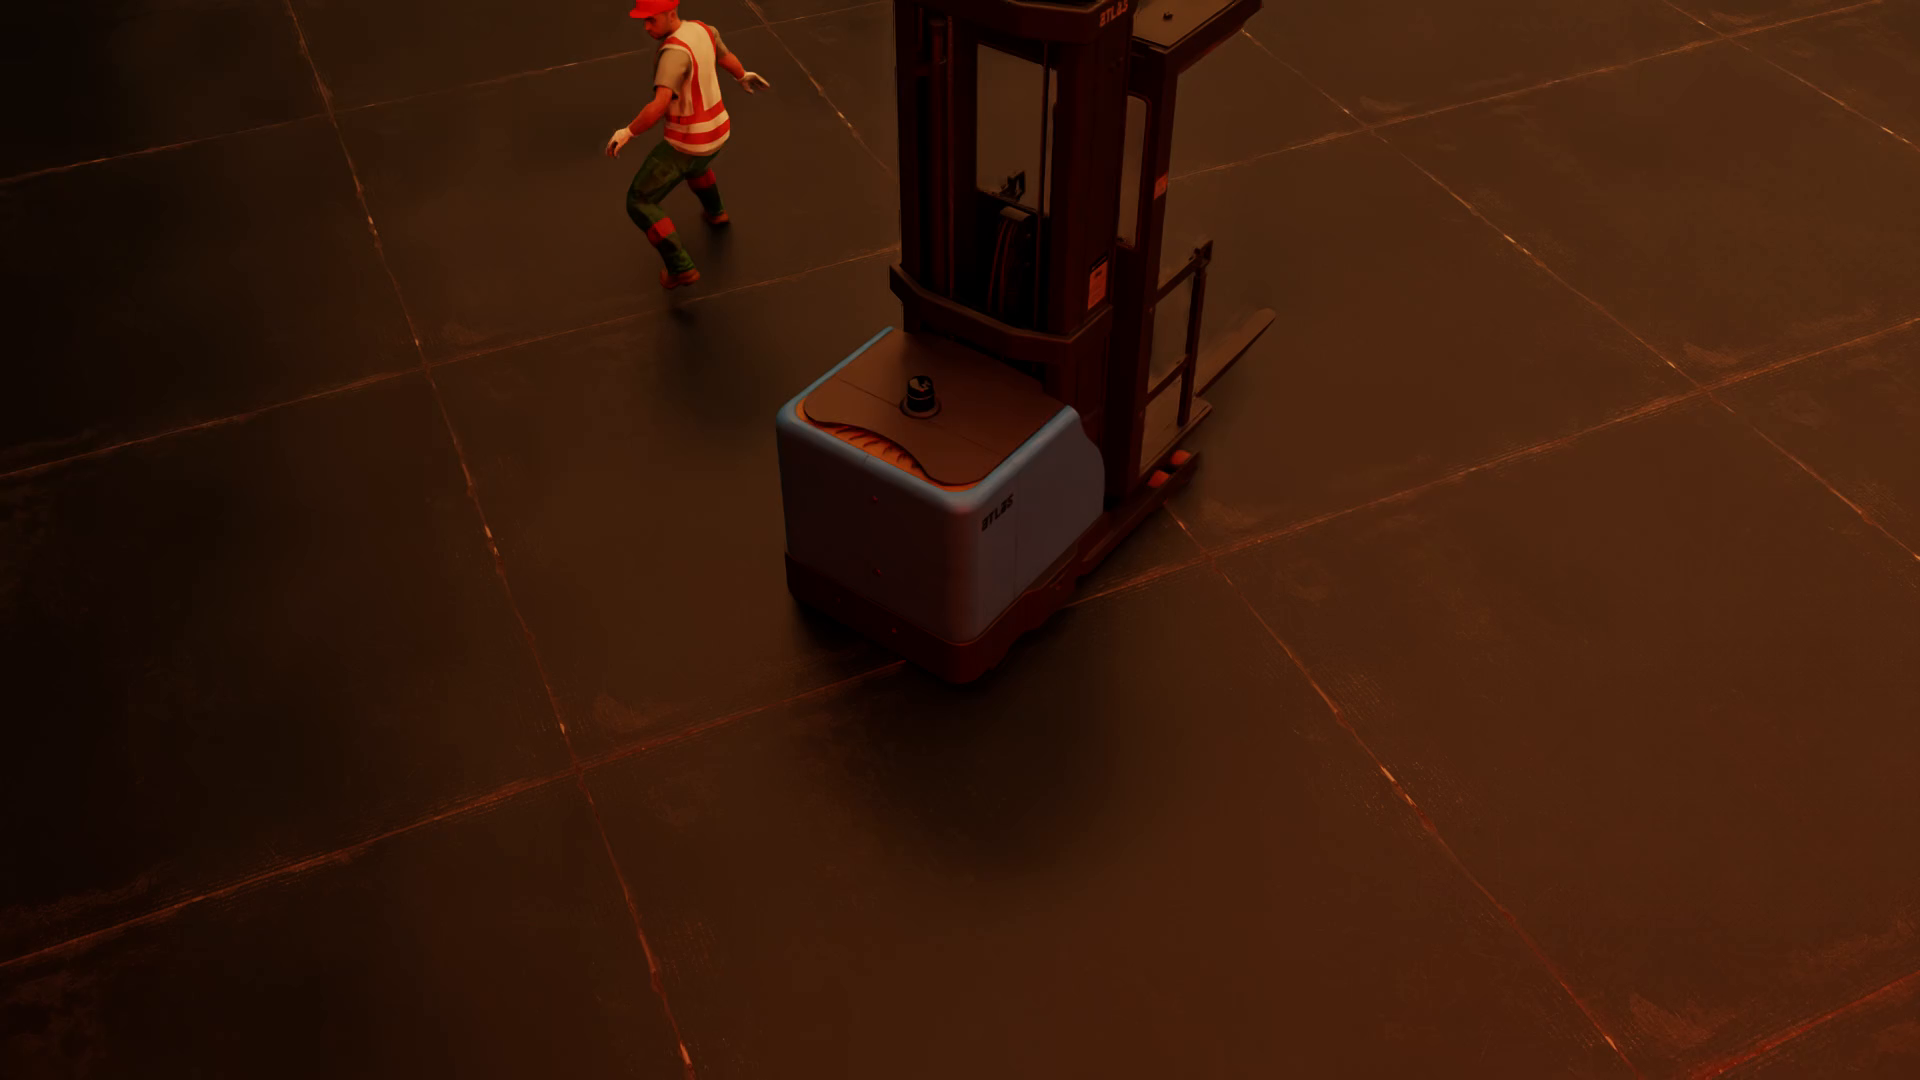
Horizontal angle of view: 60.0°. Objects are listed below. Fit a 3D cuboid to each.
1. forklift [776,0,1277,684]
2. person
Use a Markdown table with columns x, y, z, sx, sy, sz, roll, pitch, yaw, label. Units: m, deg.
| x | y | z | sx | sy | sz | roll | pitch | yaw | label |
| --- | --- | --- | --- | --- | --- | --- | --- | --- | --- |
| 0.506 | -1.421 | 7.203 | 1.130 | 2.935 | 3.031 | 27 | 49 | 26 | forklift |
| -1.471 | -2.262 | 9.119 | 0.526 | 1.676 | 1.204 | 15 | 45 | 15 | person |
